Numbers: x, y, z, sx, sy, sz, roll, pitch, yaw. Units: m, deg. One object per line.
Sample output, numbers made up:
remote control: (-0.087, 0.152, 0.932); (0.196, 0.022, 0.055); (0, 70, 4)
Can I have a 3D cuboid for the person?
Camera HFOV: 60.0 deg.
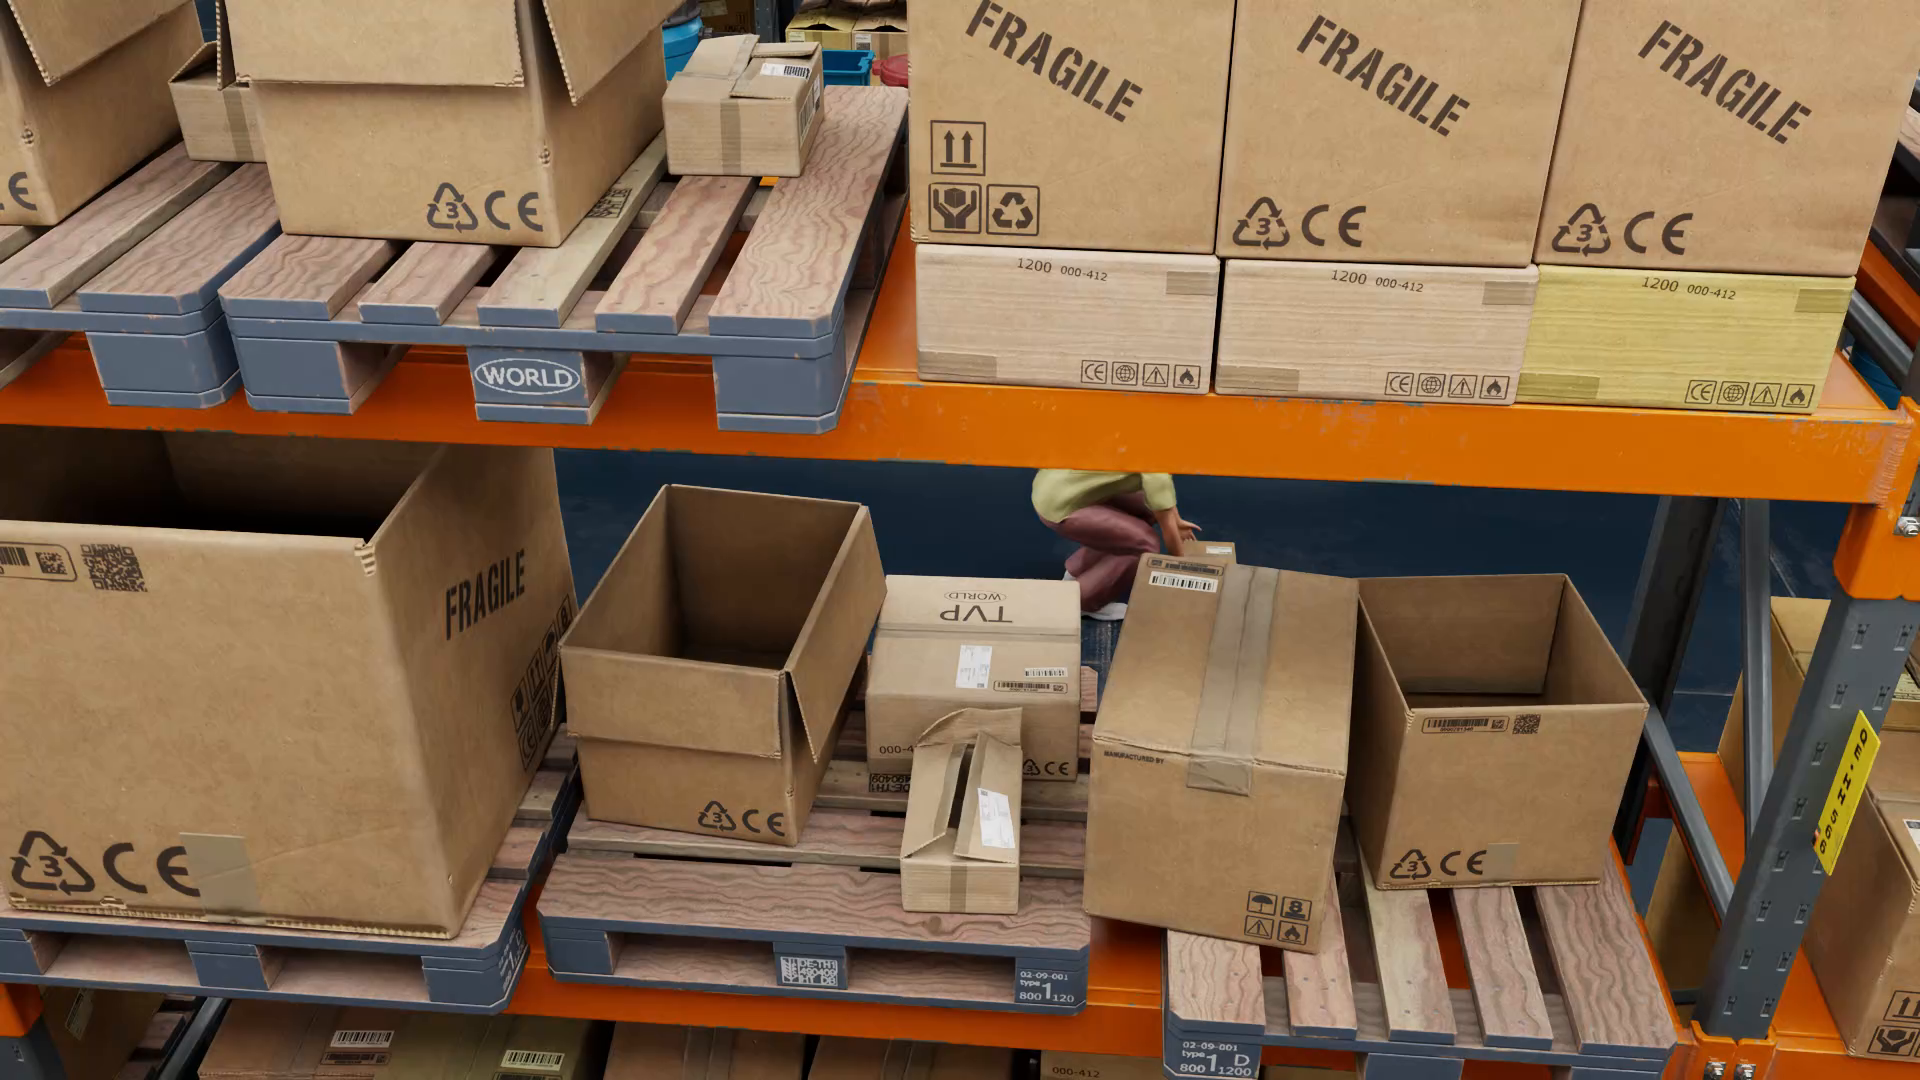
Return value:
person: (0.756, -0.016, 7.115); (0.835, 0.816, 0.473); (2, 32, 4)
